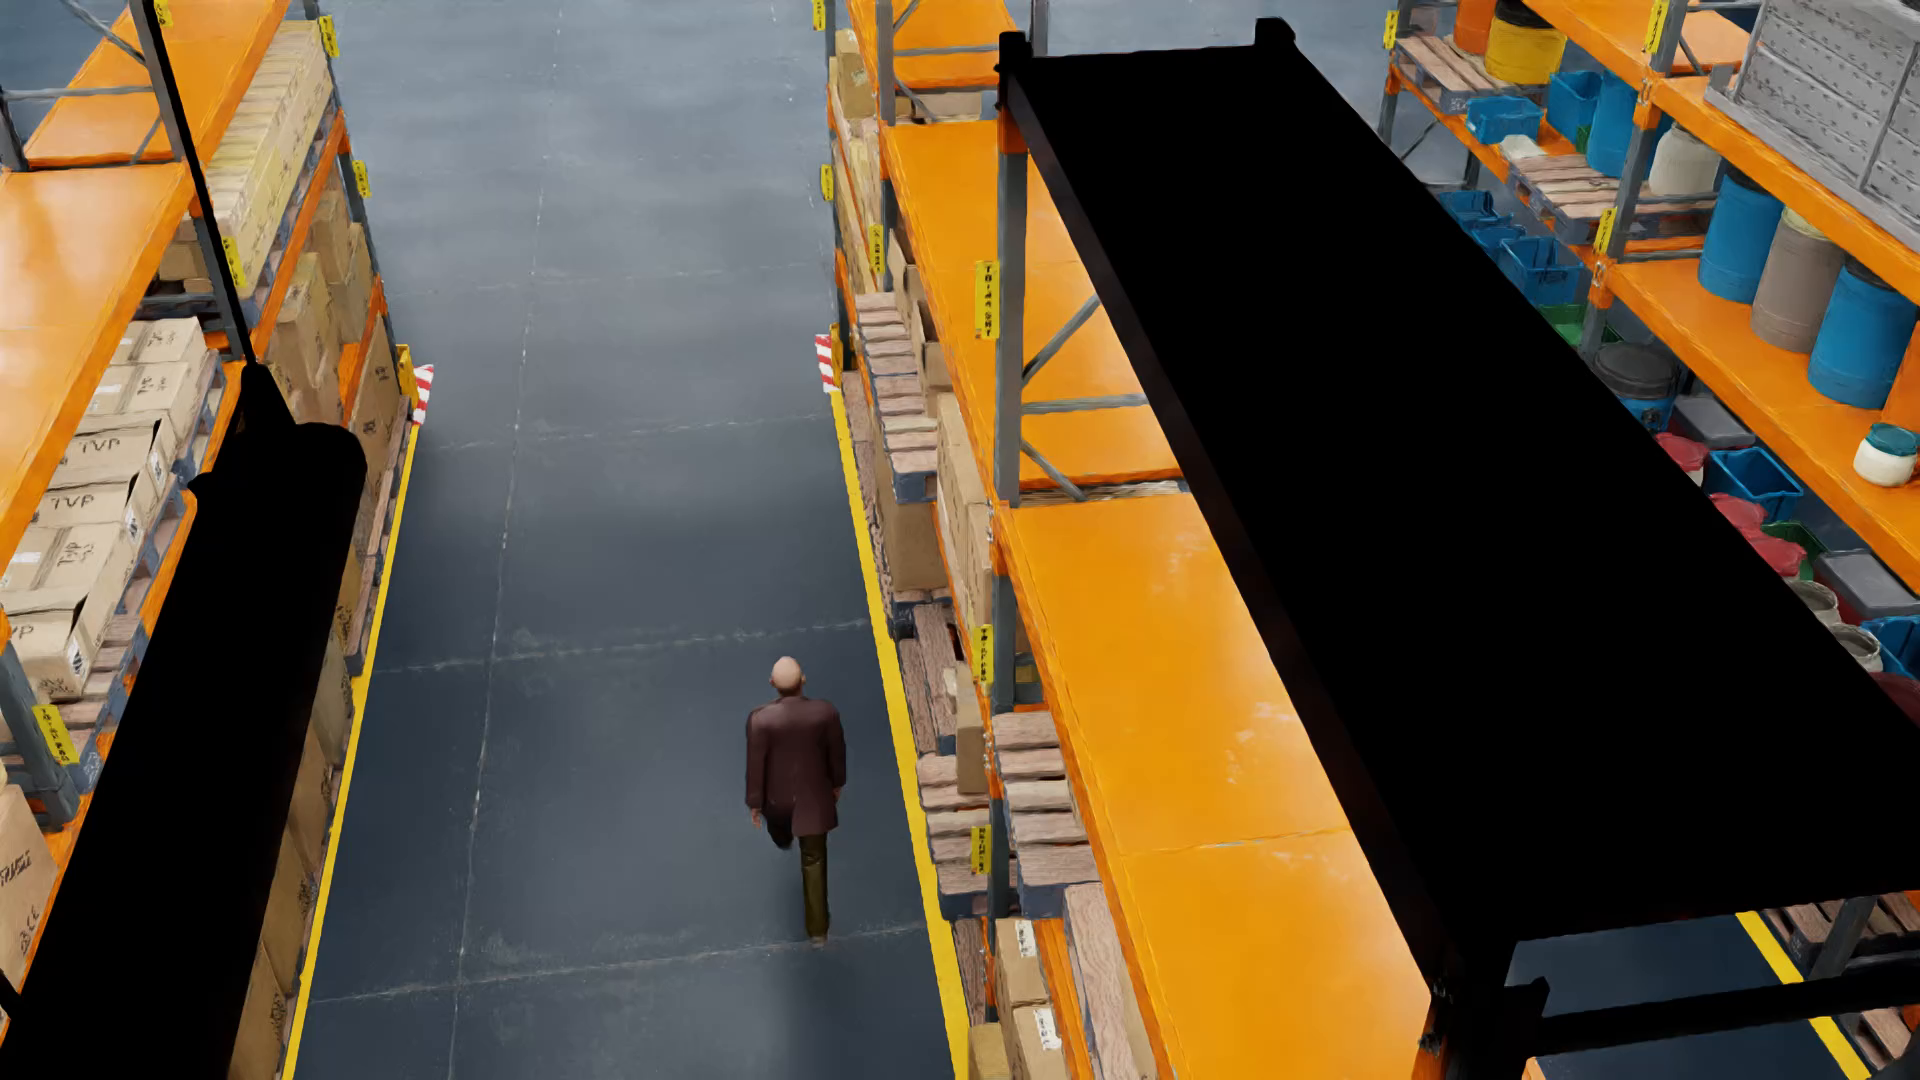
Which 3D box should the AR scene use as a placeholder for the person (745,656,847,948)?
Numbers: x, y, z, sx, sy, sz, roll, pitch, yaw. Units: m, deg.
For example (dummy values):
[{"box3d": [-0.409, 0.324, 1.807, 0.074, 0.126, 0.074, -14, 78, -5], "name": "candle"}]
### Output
[{"box3d": [-0.948, 1.377, 9.638, 0.598, 1.699, 1.184, -4, 37, -6], "name": "person"}]
